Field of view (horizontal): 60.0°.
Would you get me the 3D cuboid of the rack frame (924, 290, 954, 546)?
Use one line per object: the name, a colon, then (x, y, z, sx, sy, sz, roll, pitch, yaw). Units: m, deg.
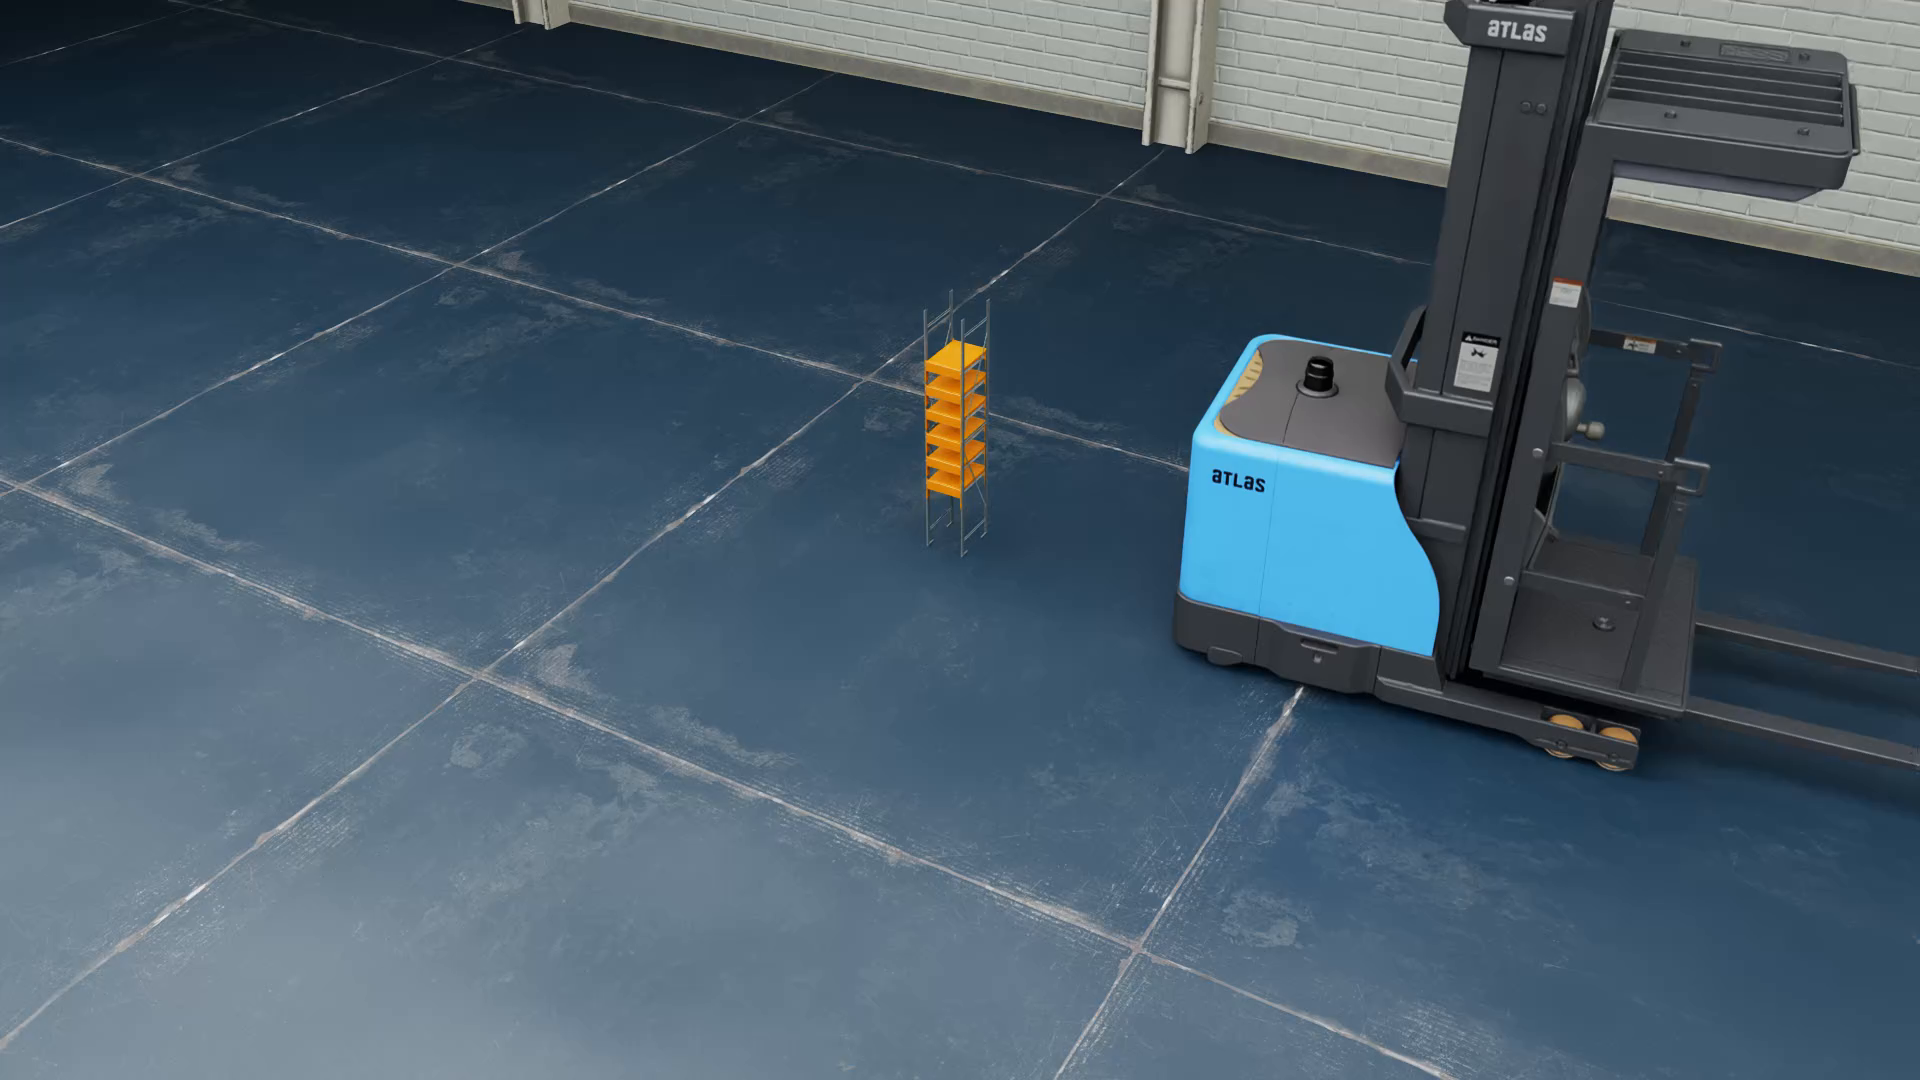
rack frame: (-0.092, -0.529, 7.461, 0.006, 1.200, 0.240, 18, 37, 24)

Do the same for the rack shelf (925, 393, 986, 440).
rack shelf: (-0.013, -0.566, 7.382, 0.180, 0.103, 0.258, 18, 37, 24)

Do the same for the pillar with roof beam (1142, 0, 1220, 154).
pillar with roof beam: (-0.572, -4.564, 6.485, 0.400, 9.000, 9.100, 18, 37, 24)

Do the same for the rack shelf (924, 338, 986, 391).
rack shelf: (-0.013, -0.766, 7.249, 0.180, 0.103, 0.258, 18, 37, 24)

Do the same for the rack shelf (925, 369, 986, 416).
rack shelf: (-0.013, -0.666, 7.315, 0.180, 0.103, 0.258, 18, 37, 24)

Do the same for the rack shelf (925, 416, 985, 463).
rack shelf: (-0.013, -0.466, 7.448, 0.180, 0.103, 0.258, 18, 37, 24)

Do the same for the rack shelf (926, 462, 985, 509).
rack shelf: (-0.013, -0.267, 7.581, 0.180, 0.103, 0.258, 18, 37, 24)

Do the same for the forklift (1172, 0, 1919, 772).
forklift: (2.460, -0.666, 6.106, 3.031, 2.935, 1.130, 13, 36, 19)

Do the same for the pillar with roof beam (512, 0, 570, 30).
pillar with roof beam: (-5.782, -6.214, 8.963, 0.400, 9.000, 9.100, 18, 37, 24)

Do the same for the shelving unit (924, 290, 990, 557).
shelving unit: (-0.013, -0.503, 7.423, 0.189, 1.200, 0.258, 18, 37, 24)

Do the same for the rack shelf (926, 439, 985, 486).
rack shelf: (-0.013, -0.367, 7.515, 0.180, 0.103, 0.258, 18, 37, 24)

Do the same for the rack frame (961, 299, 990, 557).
rack frame: (0.067, -0.478, 7.386, 0.006, 1.200, 0.240, 18, 37, 24)
